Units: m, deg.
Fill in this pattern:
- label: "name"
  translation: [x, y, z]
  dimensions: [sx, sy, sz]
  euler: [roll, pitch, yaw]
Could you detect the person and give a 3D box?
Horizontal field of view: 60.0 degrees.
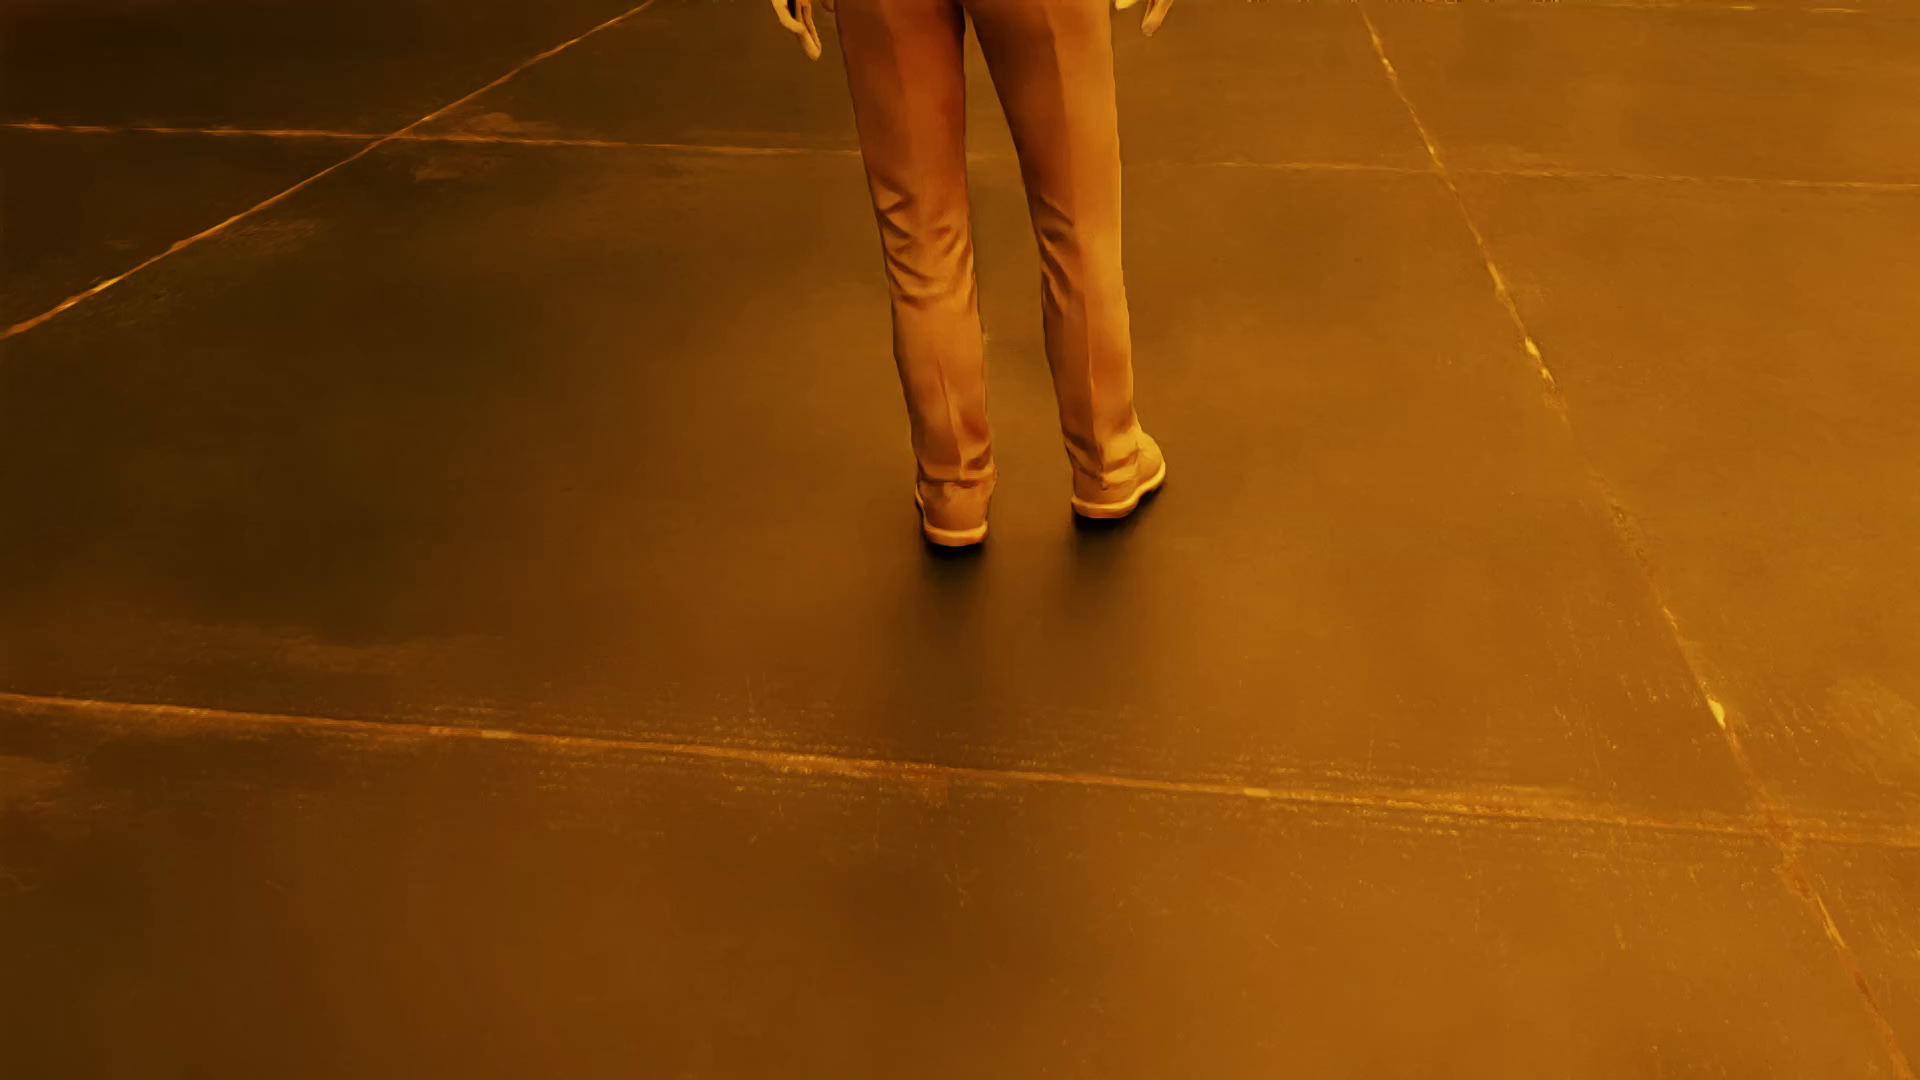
- label: "person"
  translation: [0.016, -0.795, 2.177]
  dimensions: [0.586, 1.695, 0.532]
  euler: [3, 27, 7]
